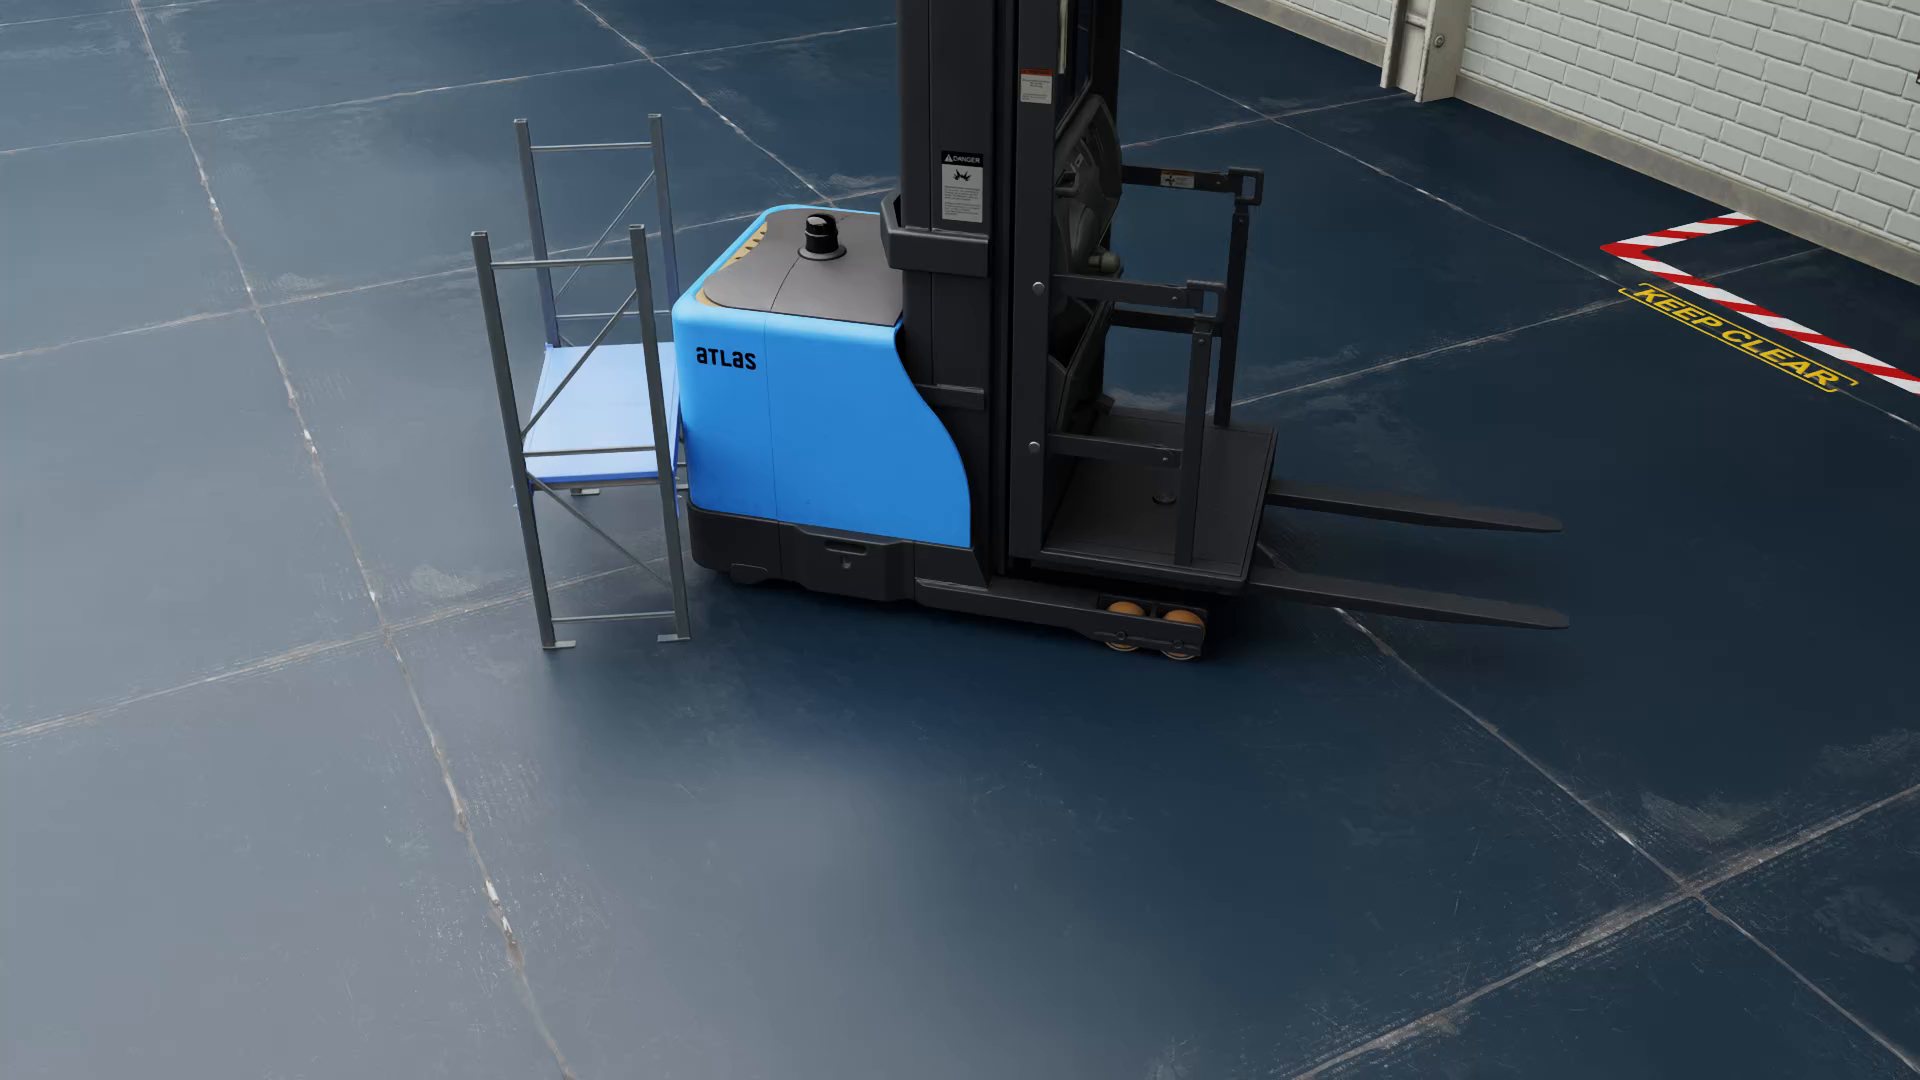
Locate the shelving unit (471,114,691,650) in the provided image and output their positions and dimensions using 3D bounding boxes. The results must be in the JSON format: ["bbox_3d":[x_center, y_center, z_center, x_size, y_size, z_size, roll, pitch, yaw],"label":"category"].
[{"bbox_3d":[-1.230,-0.553,5.720,0.538,1.500,1.048,-3,33,-5],"label":"shelving unit"}]

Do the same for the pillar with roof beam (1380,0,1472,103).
[{"bbox_3d":[-0.832,-5.627,6.691,9.100,9.000,0.400,-16,36,-23],"label":"pillar with roof beam"}]

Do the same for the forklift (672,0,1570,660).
[{"bbox_3d":[0.602,-1.148,5.325,3.031,2.935,1.130,8,34,12],"label":"forklift"}]

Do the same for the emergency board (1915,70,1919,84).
[{"bbox_3d":[4.668,-2.518,7.399,0.157,1.169,0.626,-16,36,-23],"label":"emergency board"}]

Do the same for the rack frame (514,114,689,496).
[{"bbox_3d":[-1.282,-0.826,6.146,0.500,1.500,0.032,-3,33,-5],"label":"rack frame"}]

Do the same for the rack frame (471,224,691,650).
[{"bbox_3d":[-1.179,-0.280,5.295,0.500,1.500,0.032,-3,33,-5],"label":"rack frame"}]

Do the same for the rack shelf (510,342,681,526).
[{"bbox_3d":[-1.229,-0.402,5.817,0.538,0.185,1.000,-3,33,-5],"label":"rack shelf"}]
